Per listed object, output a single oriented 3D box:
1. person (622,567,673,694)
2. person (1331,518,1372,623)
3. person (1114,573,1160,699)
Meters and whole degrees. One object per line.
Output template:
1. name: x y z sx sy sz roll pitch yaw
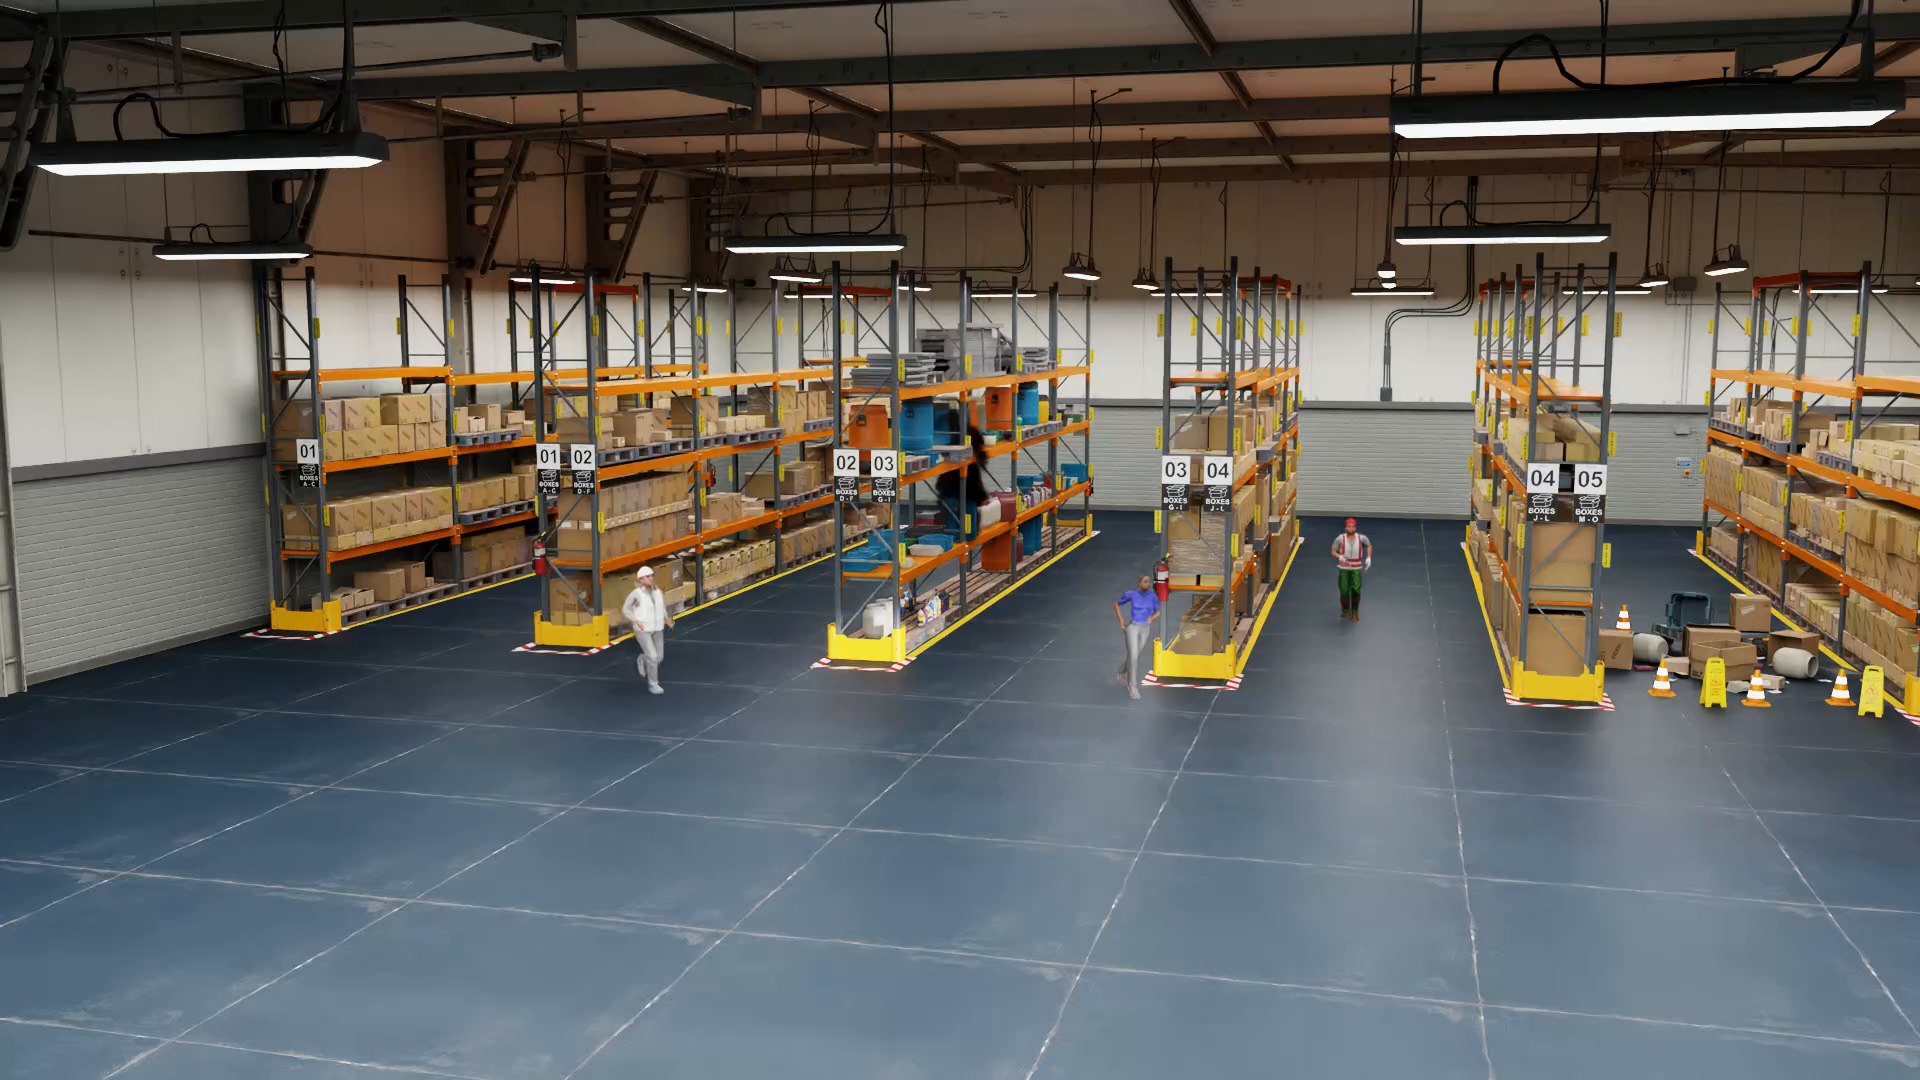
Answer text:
1. person: -4.349 1.234 23.075 0.661 1.748 0.722 -7 10 -44
2. person: 6.690 0.530 28.438 0.685 1.816 0.716 1 7 11
3. person: 2.476 1.287 23.007 0.618 1.672 0.876 -2 8 -18
